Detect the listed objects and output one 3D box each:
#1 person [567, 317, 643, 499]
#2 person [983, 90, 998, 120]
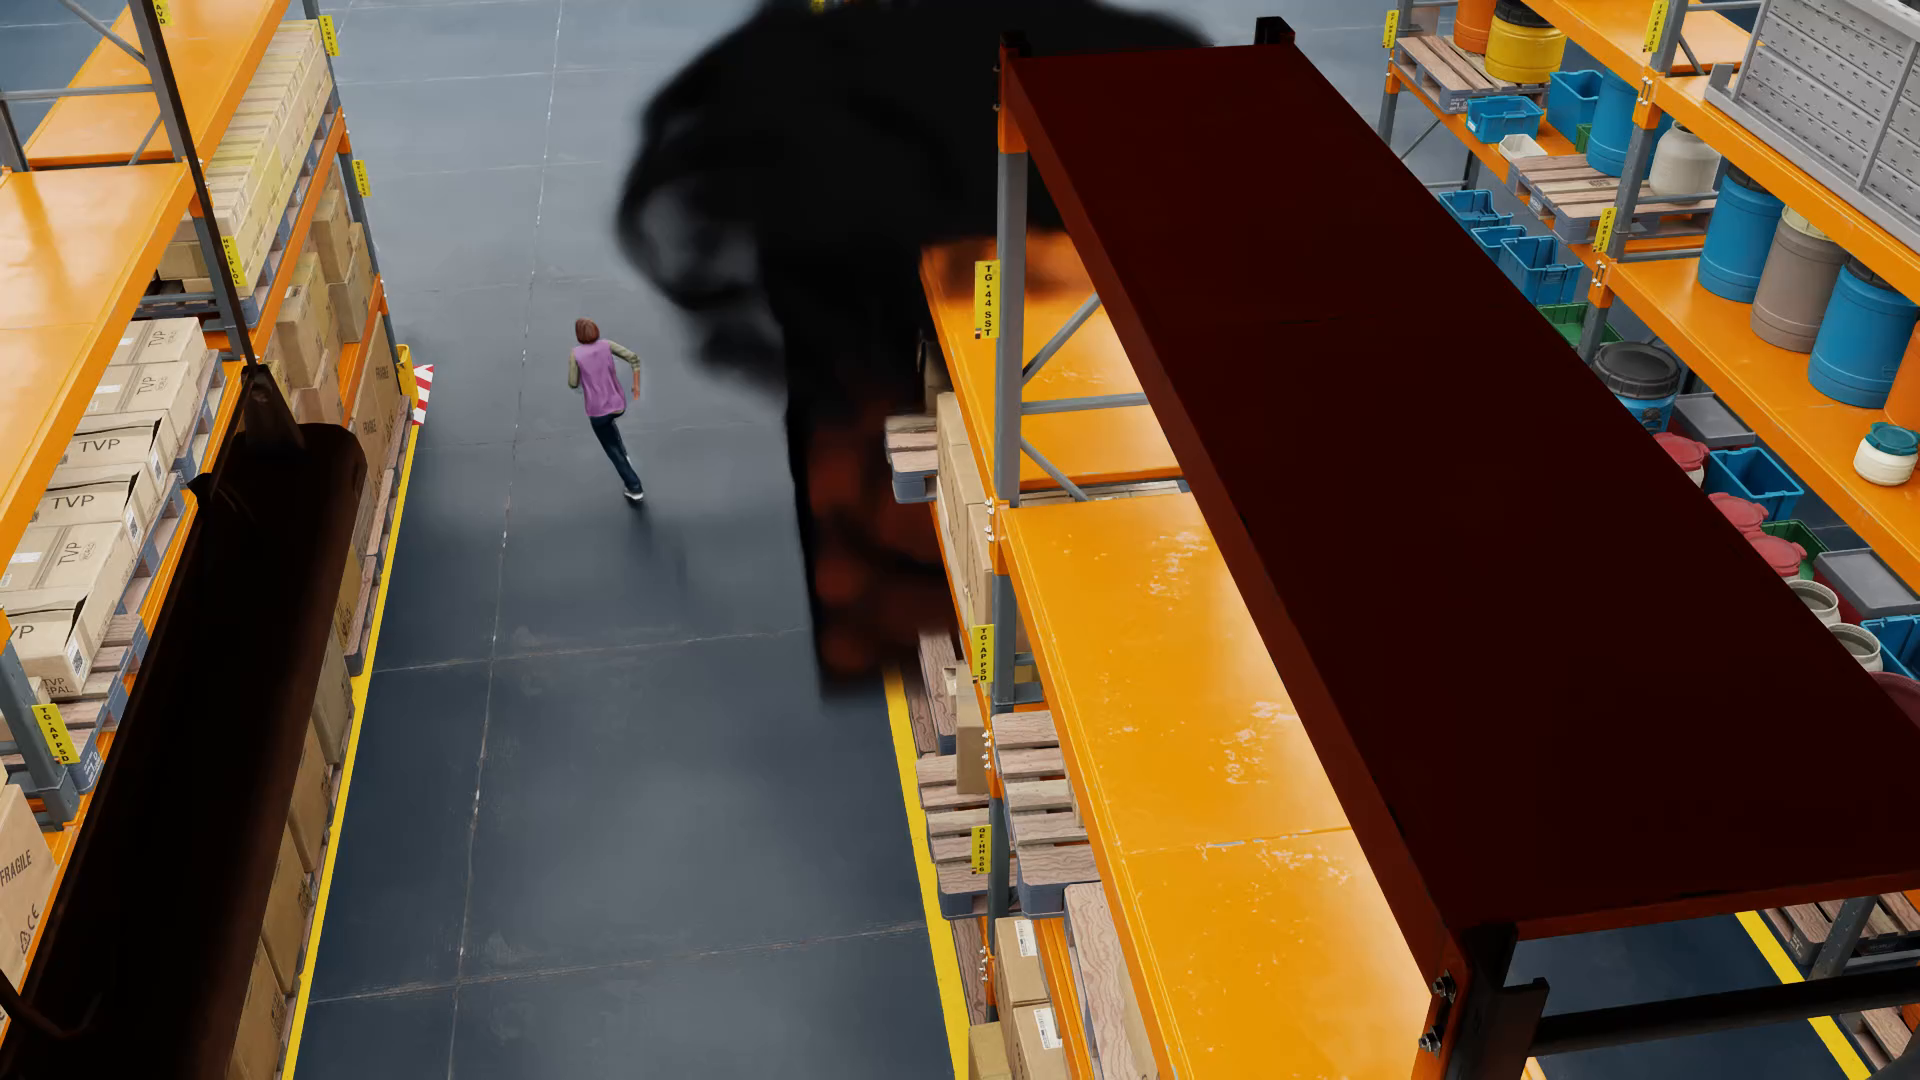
[{"bbox_3d":[-2.893,-1.096,13.637,0.524,1.523,0.788,-26,44,-31],"label":"person"},{"bbox_3d":[0.479,-4.215,17.787,0.943,1.683,0.636,17,39,21],"label":"person"}]
